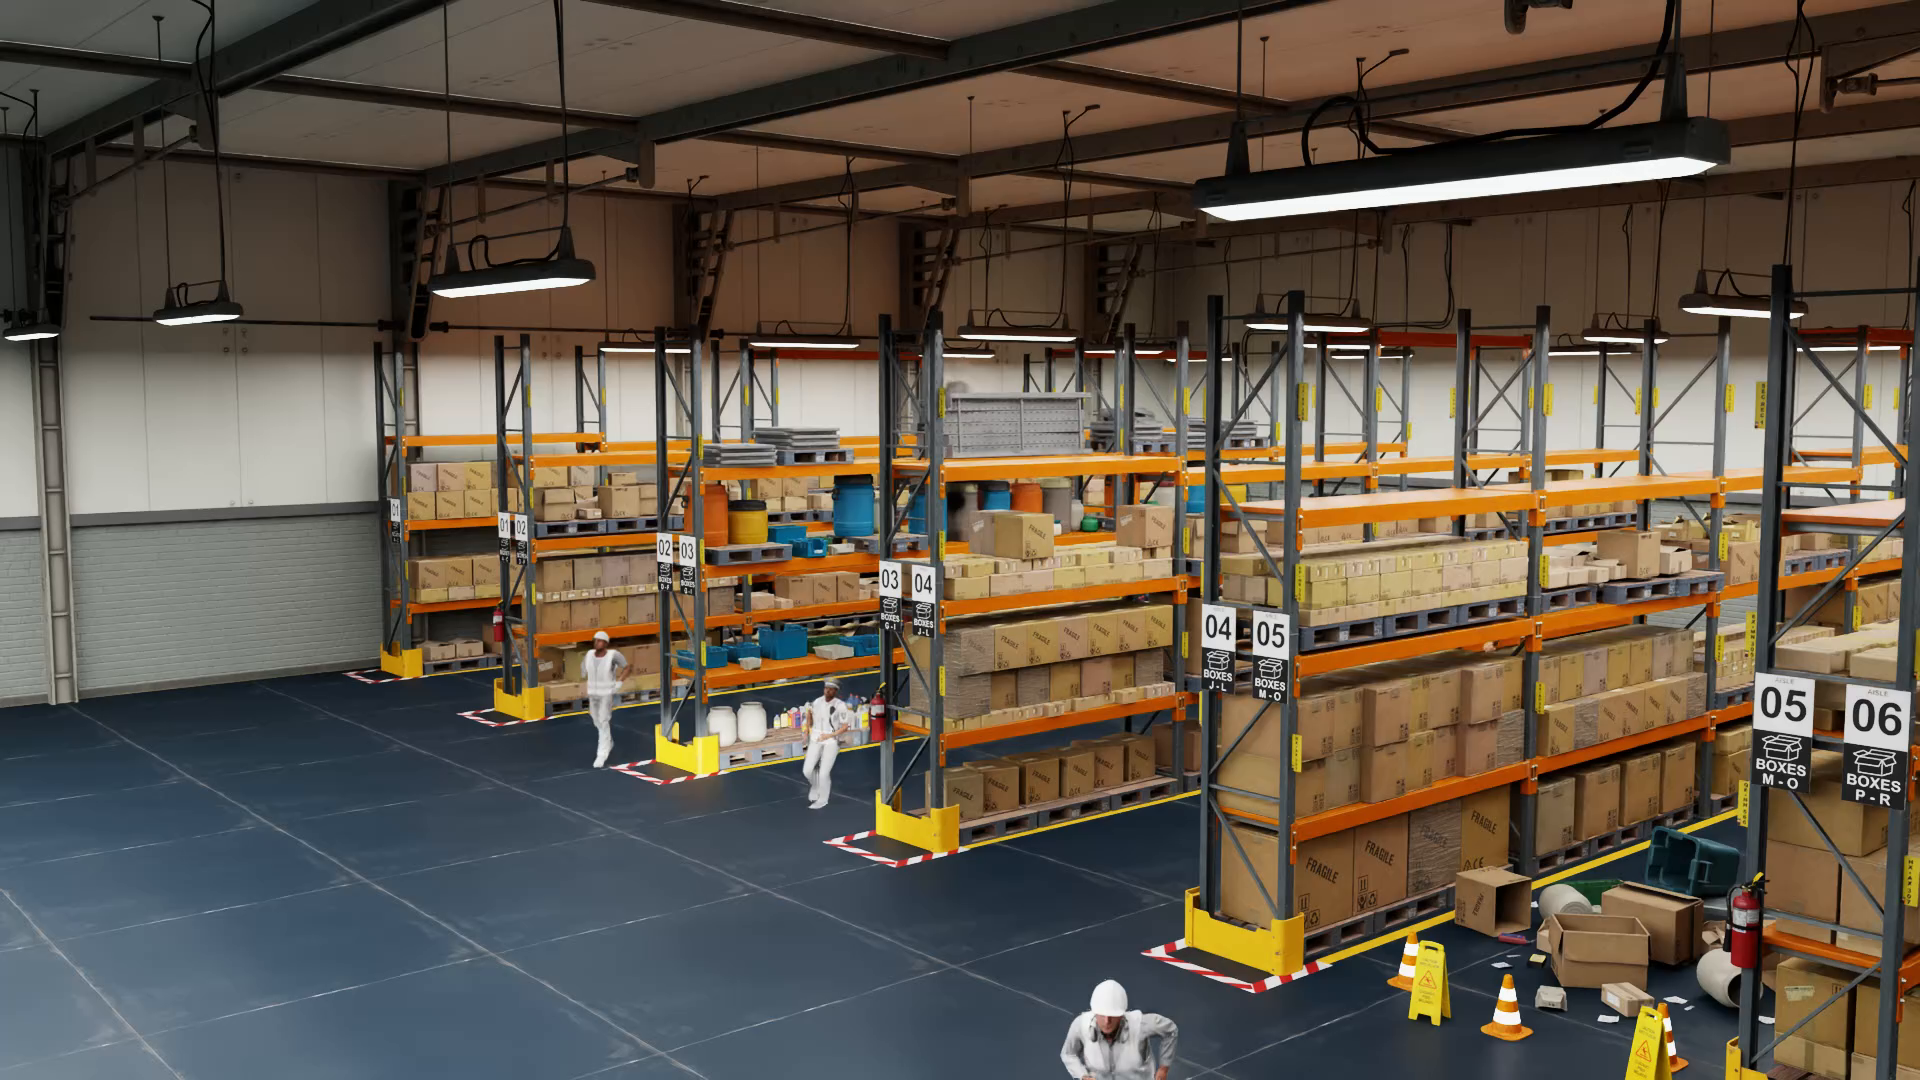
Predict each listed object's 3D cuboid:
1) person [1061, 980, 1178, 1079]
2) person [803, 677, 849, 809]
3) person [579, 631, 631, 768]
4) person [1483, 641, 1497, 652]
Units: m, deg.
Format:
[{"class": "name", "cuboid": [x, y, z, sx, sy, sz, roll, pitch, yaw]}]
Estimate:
[{"class": "person", "cuboid": [0.983, 3.426, 10.174, 0.701, 1.733, 1.044, 1, 5, 13]}, {"class": "person", "cuboid": [-1.666, 2.495, 20.415, 0.611, 1.652, 0.541, 2, 5, 17]}, {"class": "person", "cuboid": [-4.972, 2.174, 23.018, 0.677, 1.845, 0.778, 2, 6, 21]}, {"class": "person", "cuboid": [7.476, 2.208, 23.413, 0.814, 1.725, 0.580, -5, 7, -44]}]
